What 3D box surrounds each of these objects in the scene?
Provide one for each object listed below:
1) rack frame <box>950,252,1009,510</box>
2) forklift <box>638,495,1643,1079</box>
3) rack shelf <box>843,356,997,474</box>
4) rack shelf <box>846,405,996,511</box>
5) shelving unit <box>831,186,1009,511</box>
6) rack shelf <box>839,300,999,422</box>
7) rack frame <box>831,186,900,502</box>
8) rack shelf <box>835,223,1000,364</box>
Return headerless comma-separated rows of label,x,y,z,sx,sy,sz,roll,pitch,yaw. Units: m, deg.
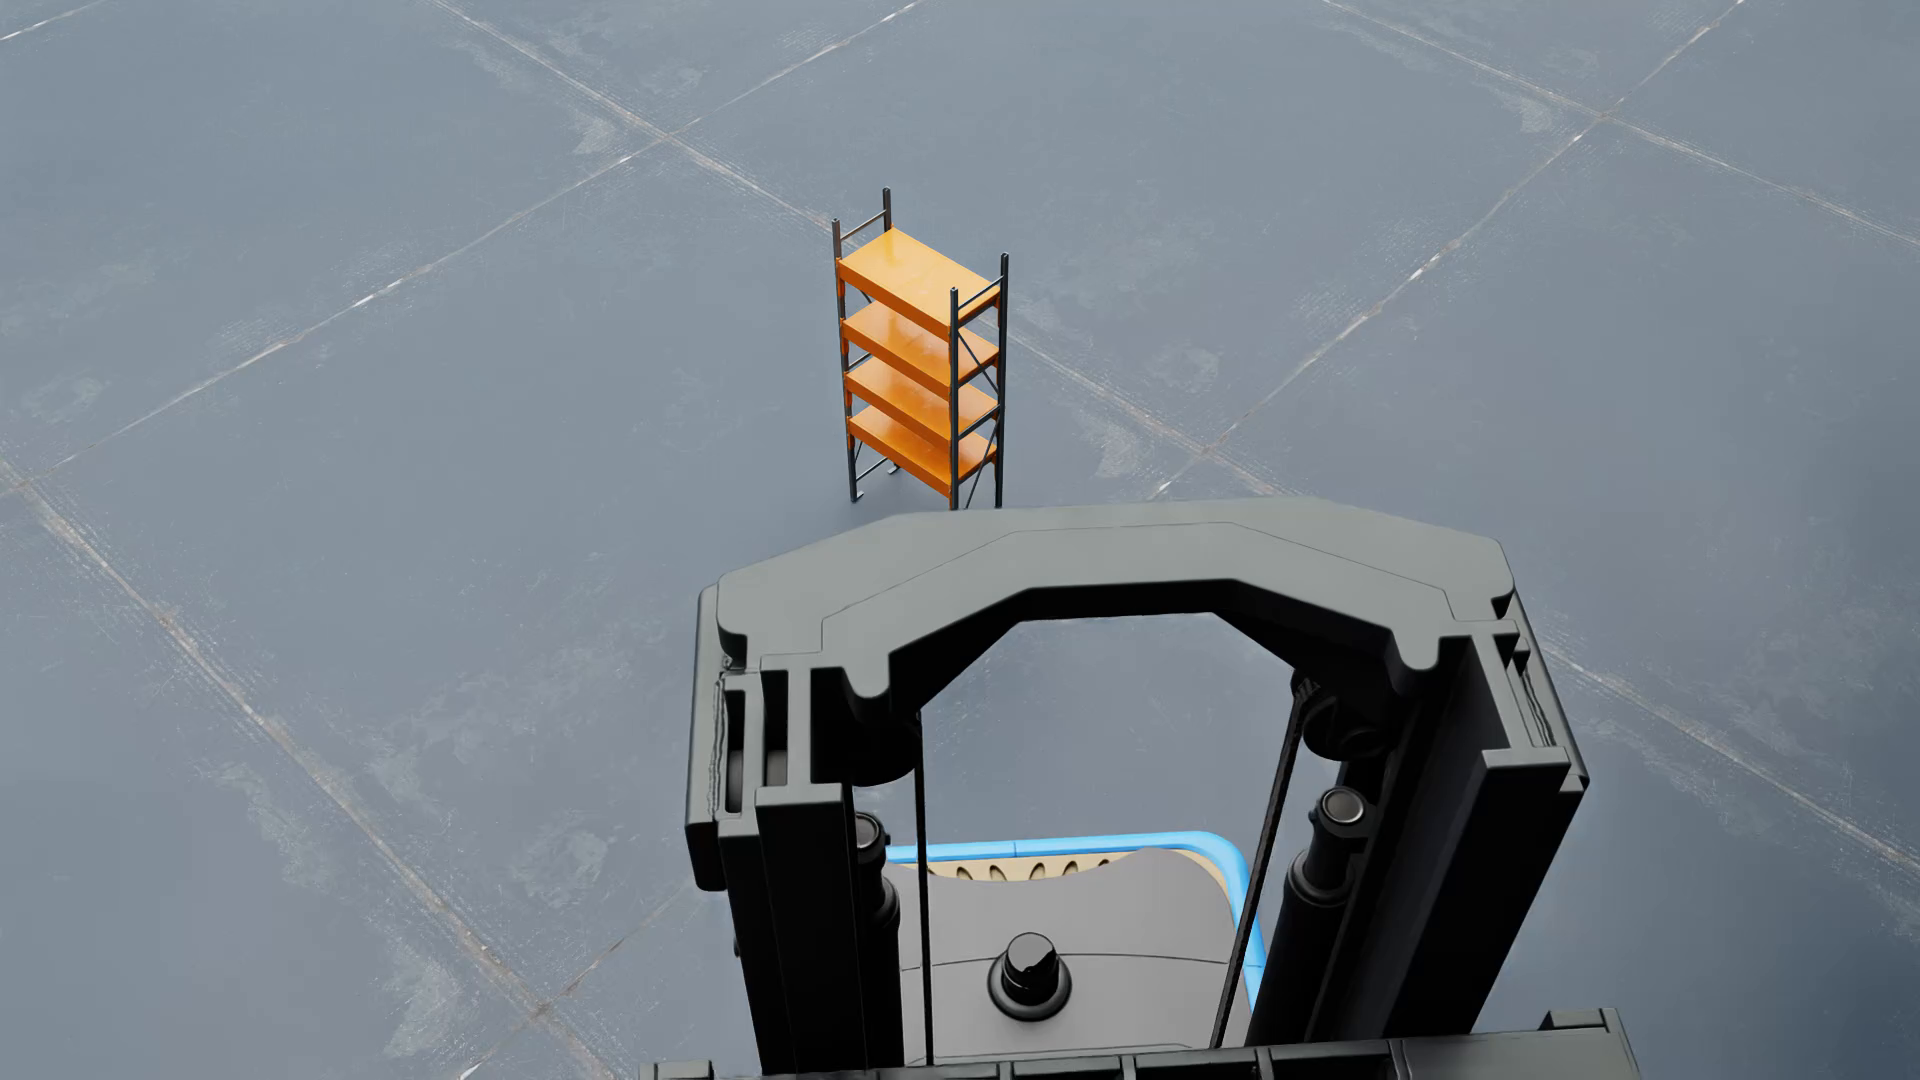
rack frame,0.058,-0.372,5.276,0.015,1.200,0.240,34,55,28
forklift,0.210,1.469,2.361,1.130,2.935,3.031,-3,47,-2
rack shelf,-0.122,-0.446,5.438,0.480,0.148,0.258,34,55,28
rack shelf,-0.122,-0.311,5.583,0.480,0.148,0.258,34,55,28
shelving unit,-0.122,-0.493,5.389,0.503,1.200,0.258,34,55,28
rack shelf,-0.122,-0.600,5.275,0.480,0.148,0.258,34,55,28
rack frame,-0.301,-0.613,5.503,0.015,1.200,0.240,34,55,28
rack shelf,-0.122,-0.762,5.103,0.480,0.148,0.258,34,55,28
